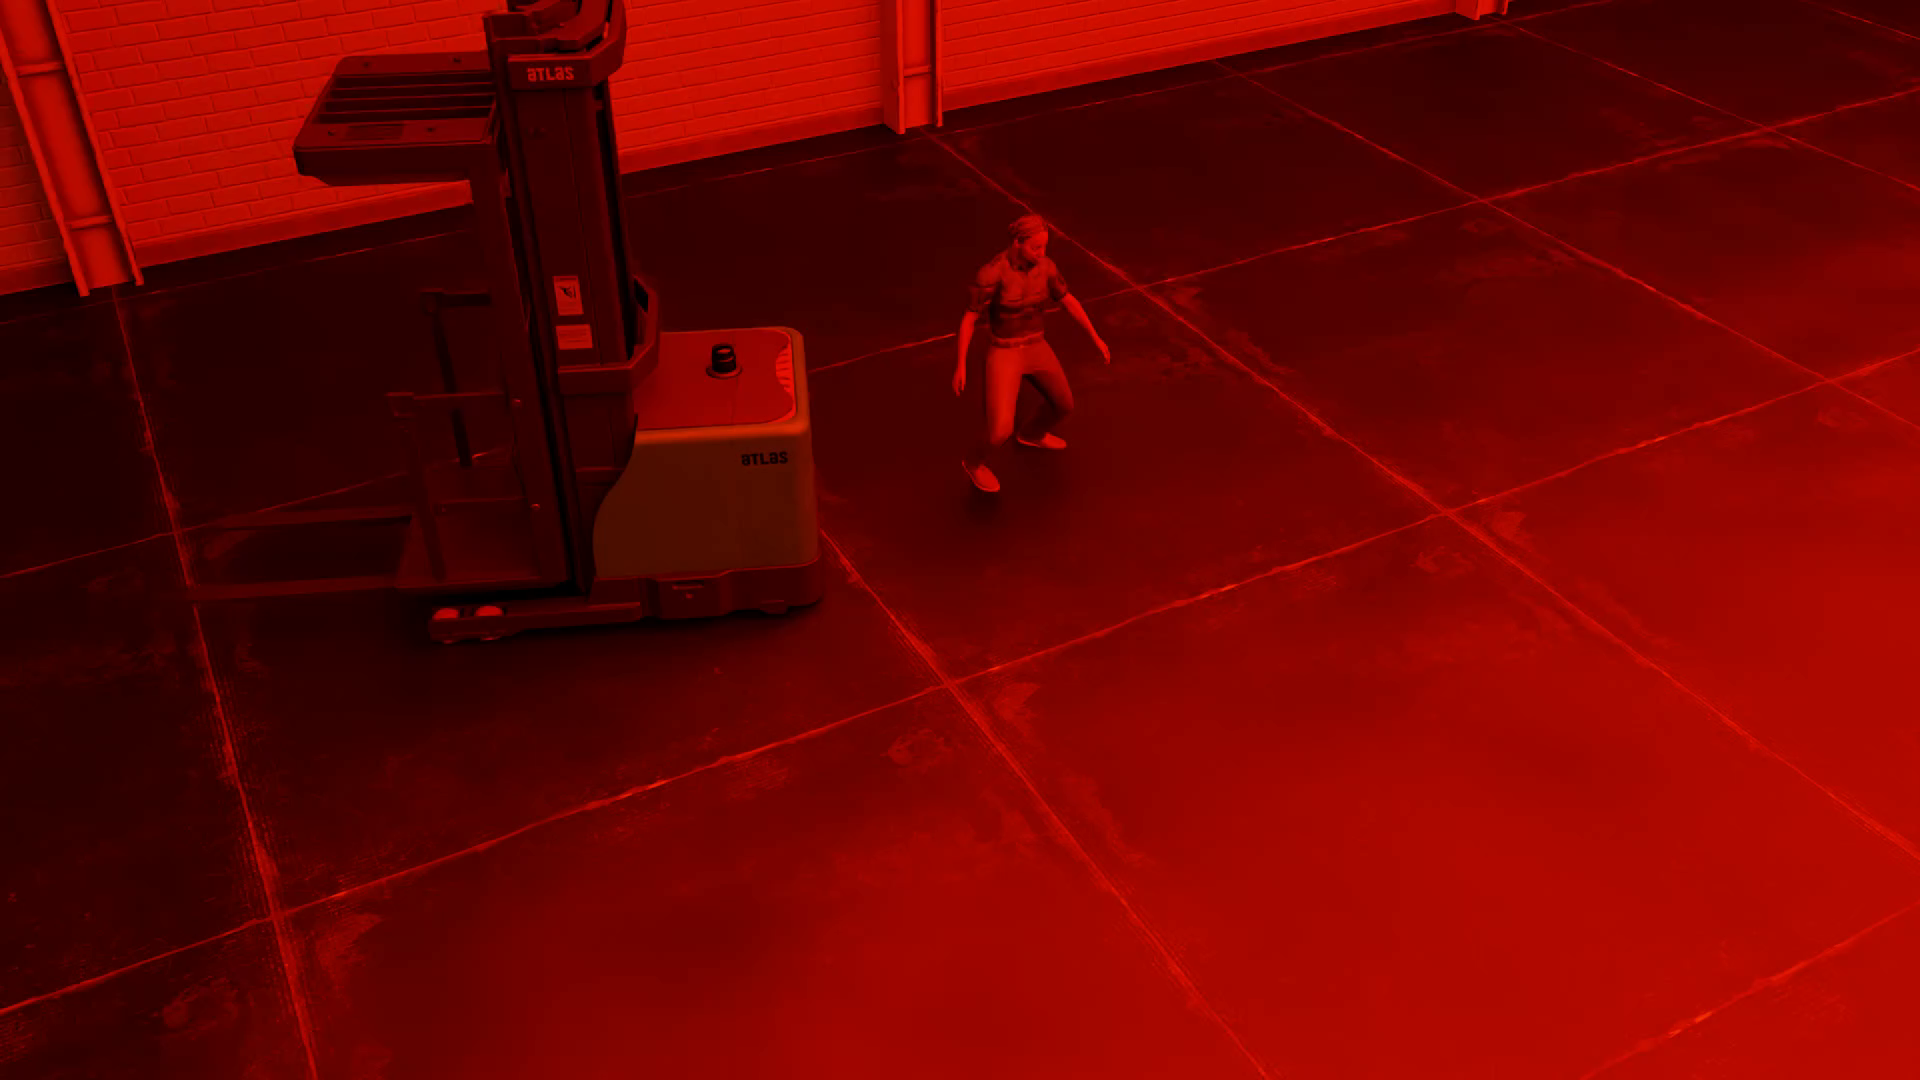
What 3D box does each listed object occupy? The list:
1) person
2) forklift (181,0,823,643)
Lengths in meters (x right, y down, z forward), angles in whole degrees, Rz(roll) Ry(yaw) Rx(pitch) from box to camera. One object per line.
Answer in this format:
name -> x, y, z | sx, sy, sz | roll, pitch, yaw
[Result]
person -> 0.334, -0.984, 8.751 | 0.865, 1.550, 0.619 | -18, 39, -24
forklift -> -2.226, -1.025, 7.574 | 3.031, 2.935, 1.130 | -4, 35, -5
